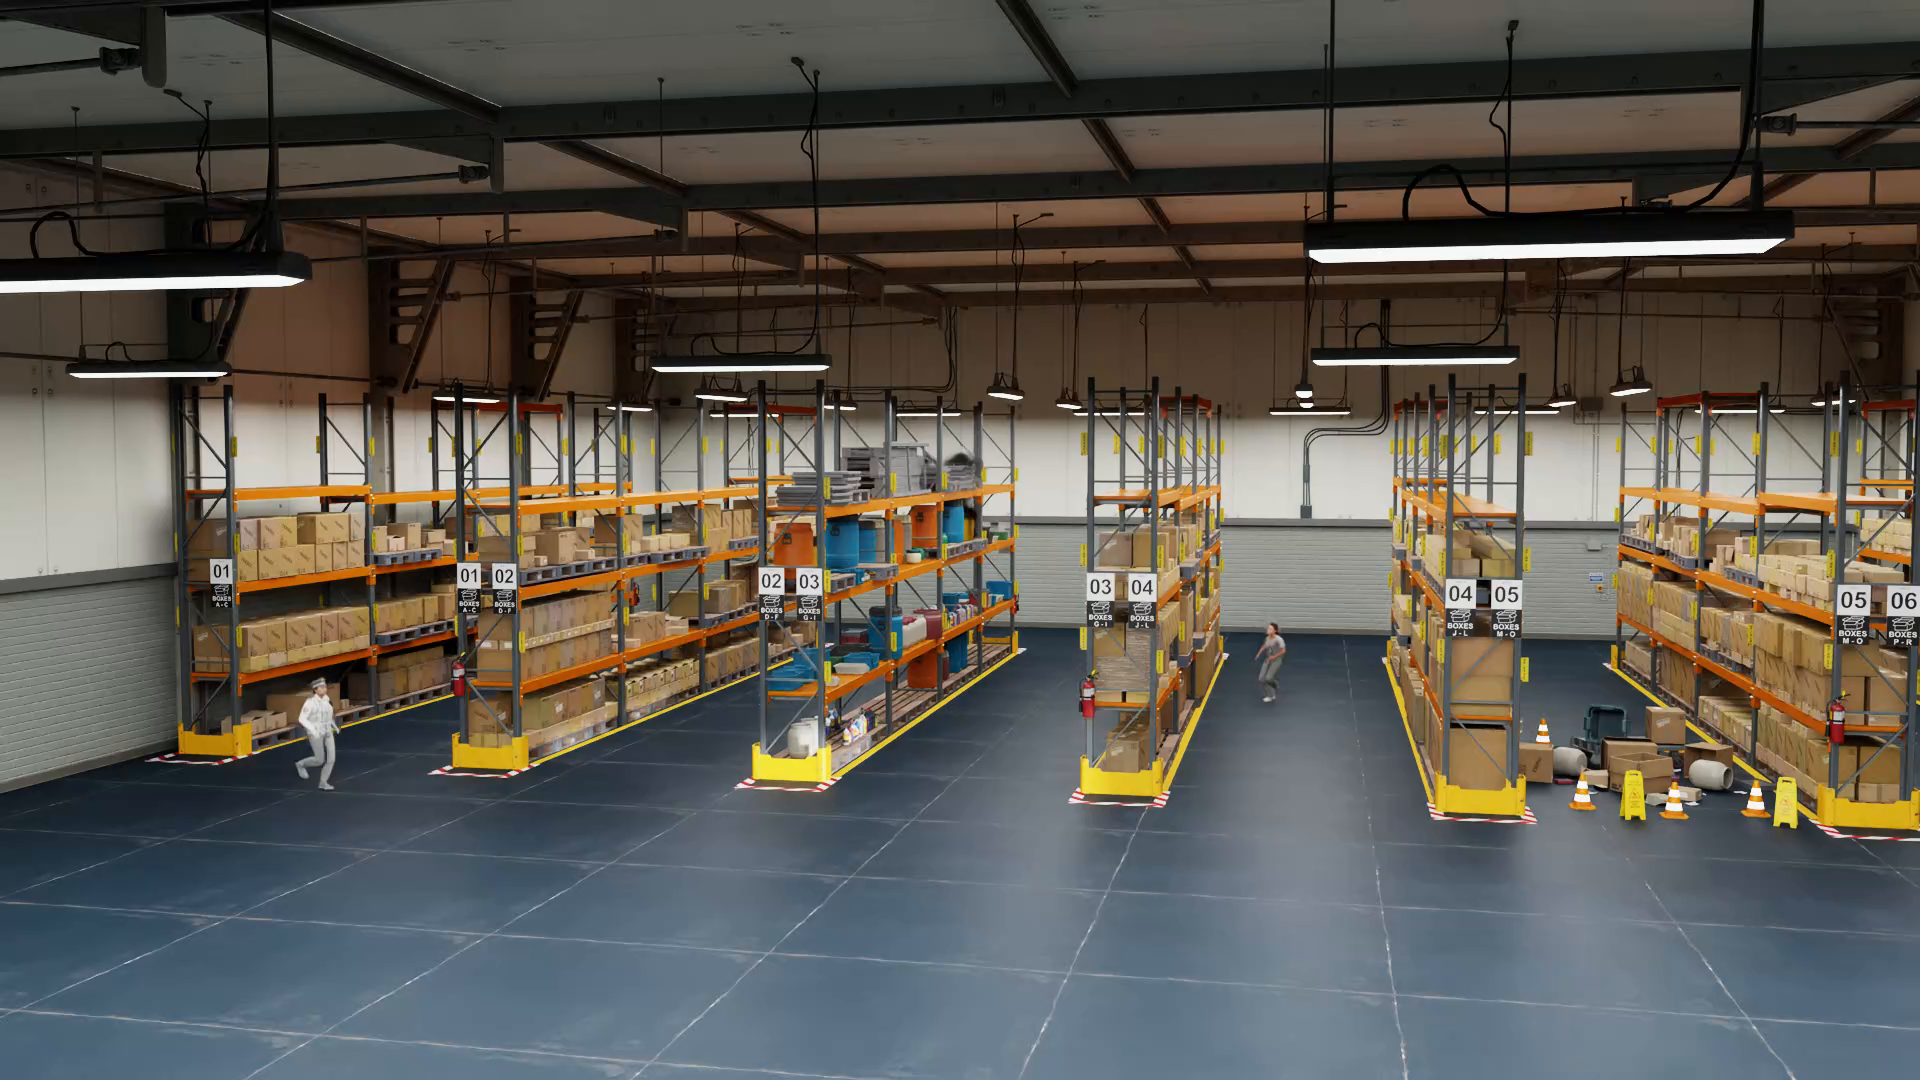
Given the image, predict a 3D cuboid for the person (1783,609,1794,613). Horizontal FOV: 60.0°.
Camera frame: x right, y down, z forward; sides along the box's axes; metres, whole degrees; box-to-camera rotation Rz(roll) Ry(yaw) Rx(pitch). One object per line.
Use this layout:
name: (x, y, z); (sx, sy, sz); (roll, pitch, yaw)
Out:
person: (16.658, 2.215, 33.473); (0.643, 1.765, 1.000); (0, 3, 2)

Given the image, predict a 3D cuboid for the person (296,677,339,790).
person: (-9.409, 2.823, 24.334); (0.659, 1.650, 0.627); (2, 4, 27)

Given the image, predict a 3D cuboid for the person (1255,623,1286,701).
person: (6.151, 2.404, 32.717); (0.641, 1.580, 0.535); (3, 4, 44)
